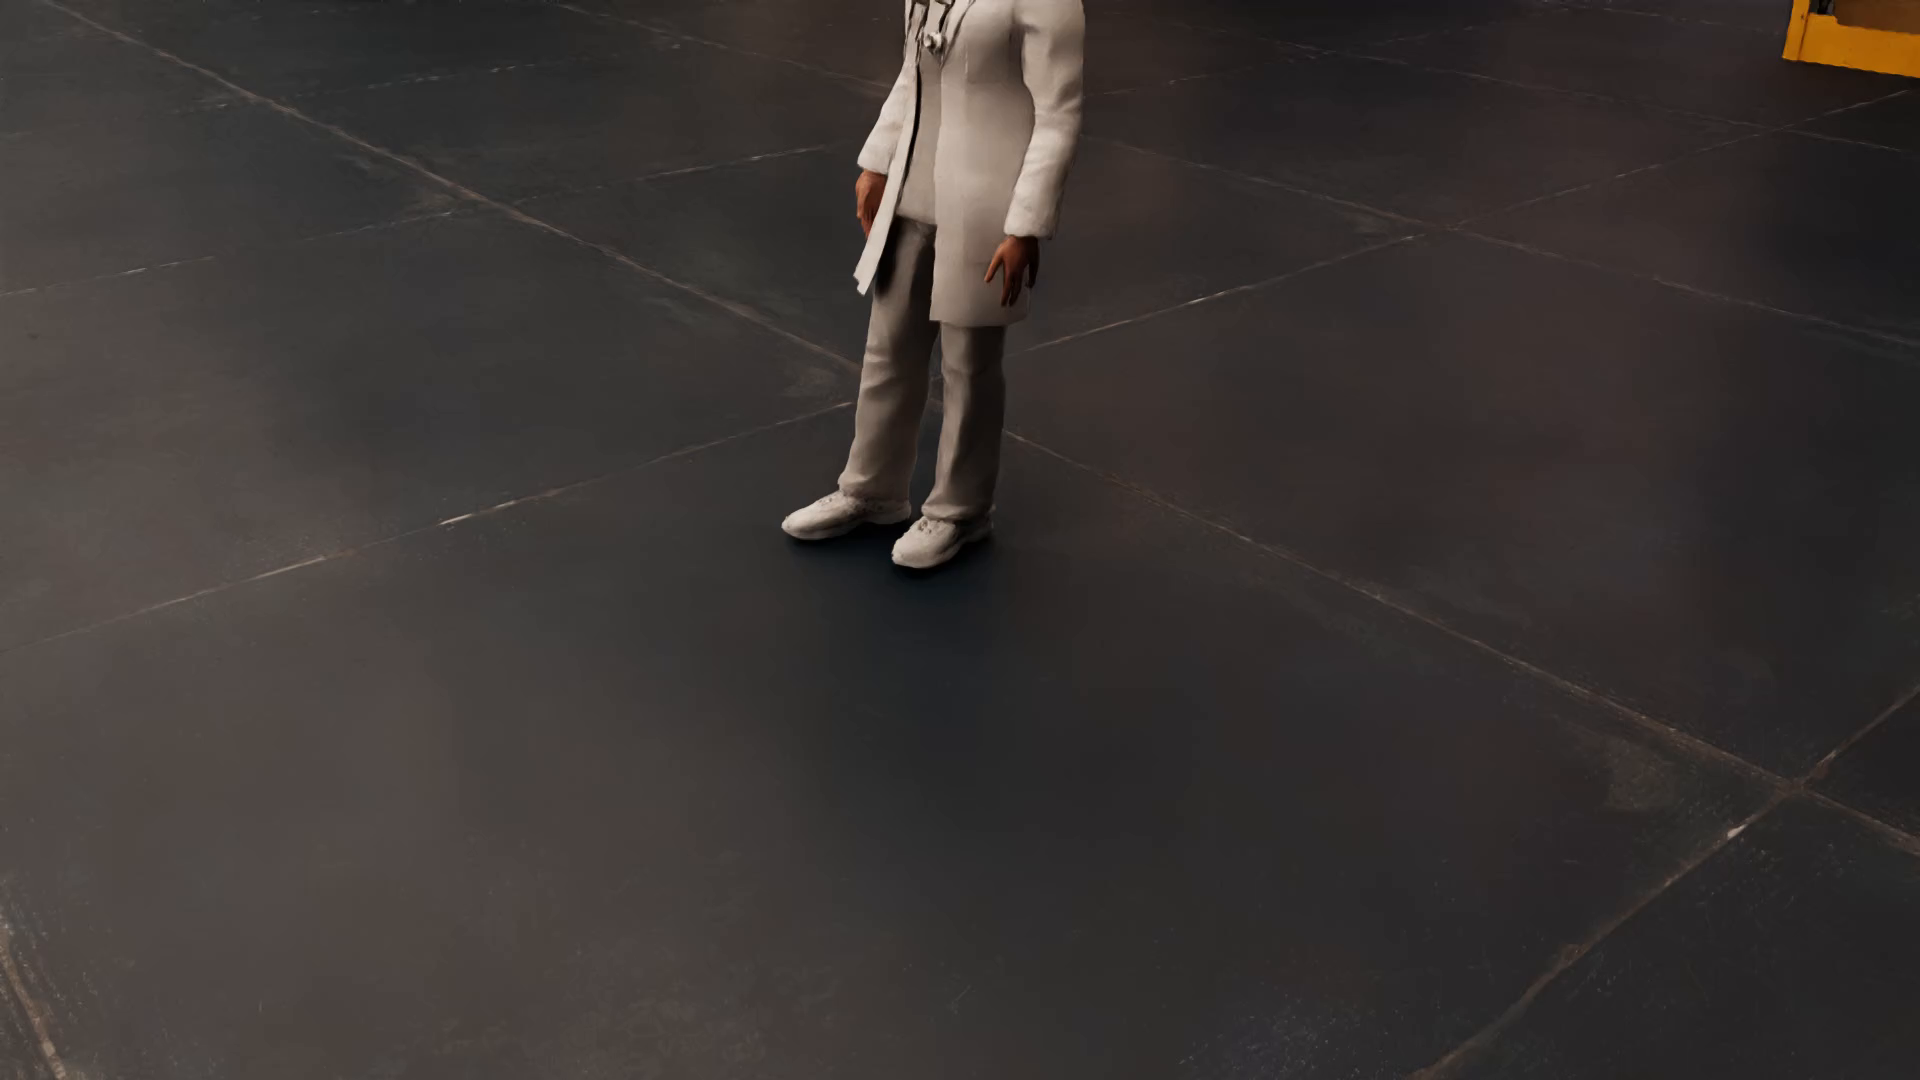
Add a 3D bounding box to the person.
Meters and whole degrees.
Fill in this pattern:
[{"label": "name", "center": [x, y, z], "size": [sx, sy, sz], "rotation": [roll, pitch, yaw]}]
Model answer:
[{"label": "person", "center": [-0.073, -0.778, 4.054], "size": [0.579, 1.776, 0.694], "rotation": [-20, 33, -35]}]
